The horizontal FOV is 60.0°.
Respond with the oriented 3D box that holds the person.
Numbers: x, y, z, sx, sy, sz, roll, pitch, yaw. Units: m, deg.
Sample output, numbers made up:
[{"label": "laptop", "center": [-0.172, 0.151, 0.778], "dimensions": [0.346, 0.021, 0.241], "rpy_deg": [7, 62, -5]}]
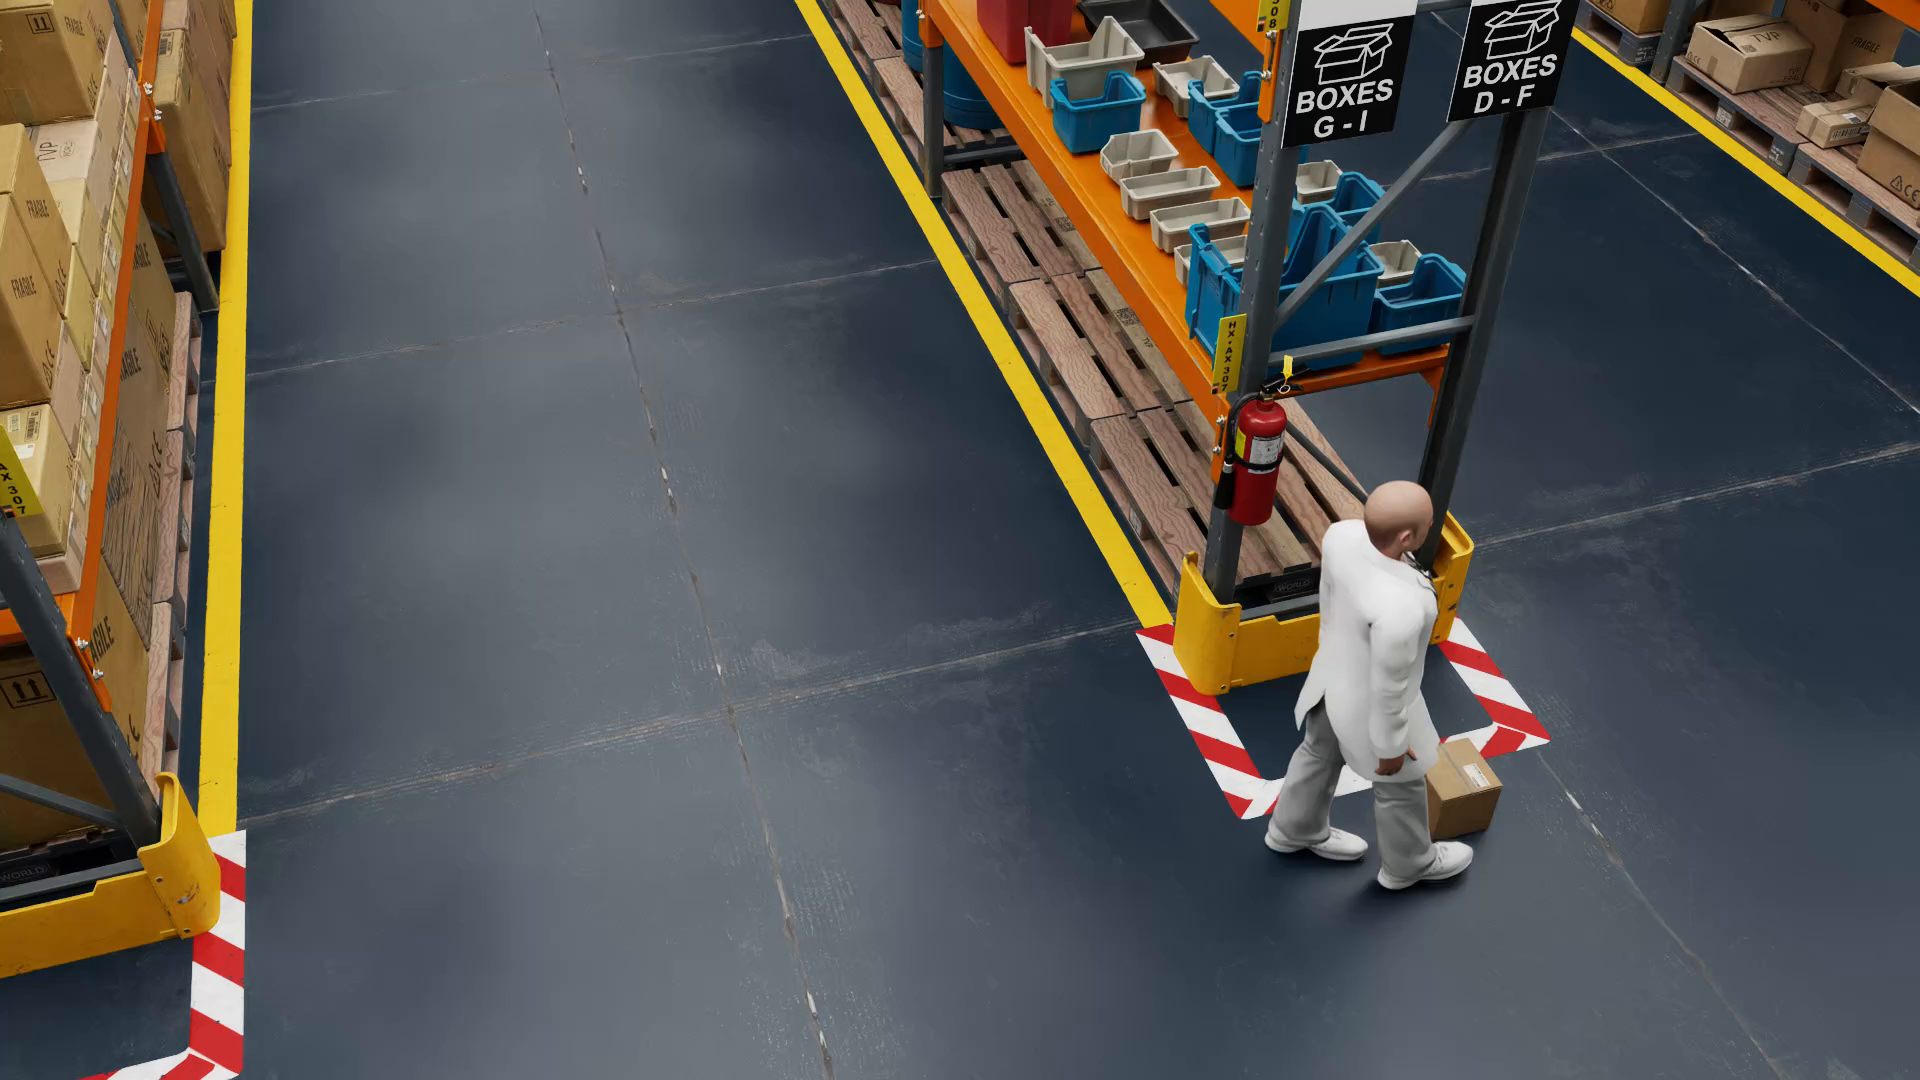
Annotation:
[{"label": "person", "center": [1.506, 0.533, 5.645], "dimensions": [0.695, 1.666, 0.593], "rpy_deg": [-10, 43, -11]}]
